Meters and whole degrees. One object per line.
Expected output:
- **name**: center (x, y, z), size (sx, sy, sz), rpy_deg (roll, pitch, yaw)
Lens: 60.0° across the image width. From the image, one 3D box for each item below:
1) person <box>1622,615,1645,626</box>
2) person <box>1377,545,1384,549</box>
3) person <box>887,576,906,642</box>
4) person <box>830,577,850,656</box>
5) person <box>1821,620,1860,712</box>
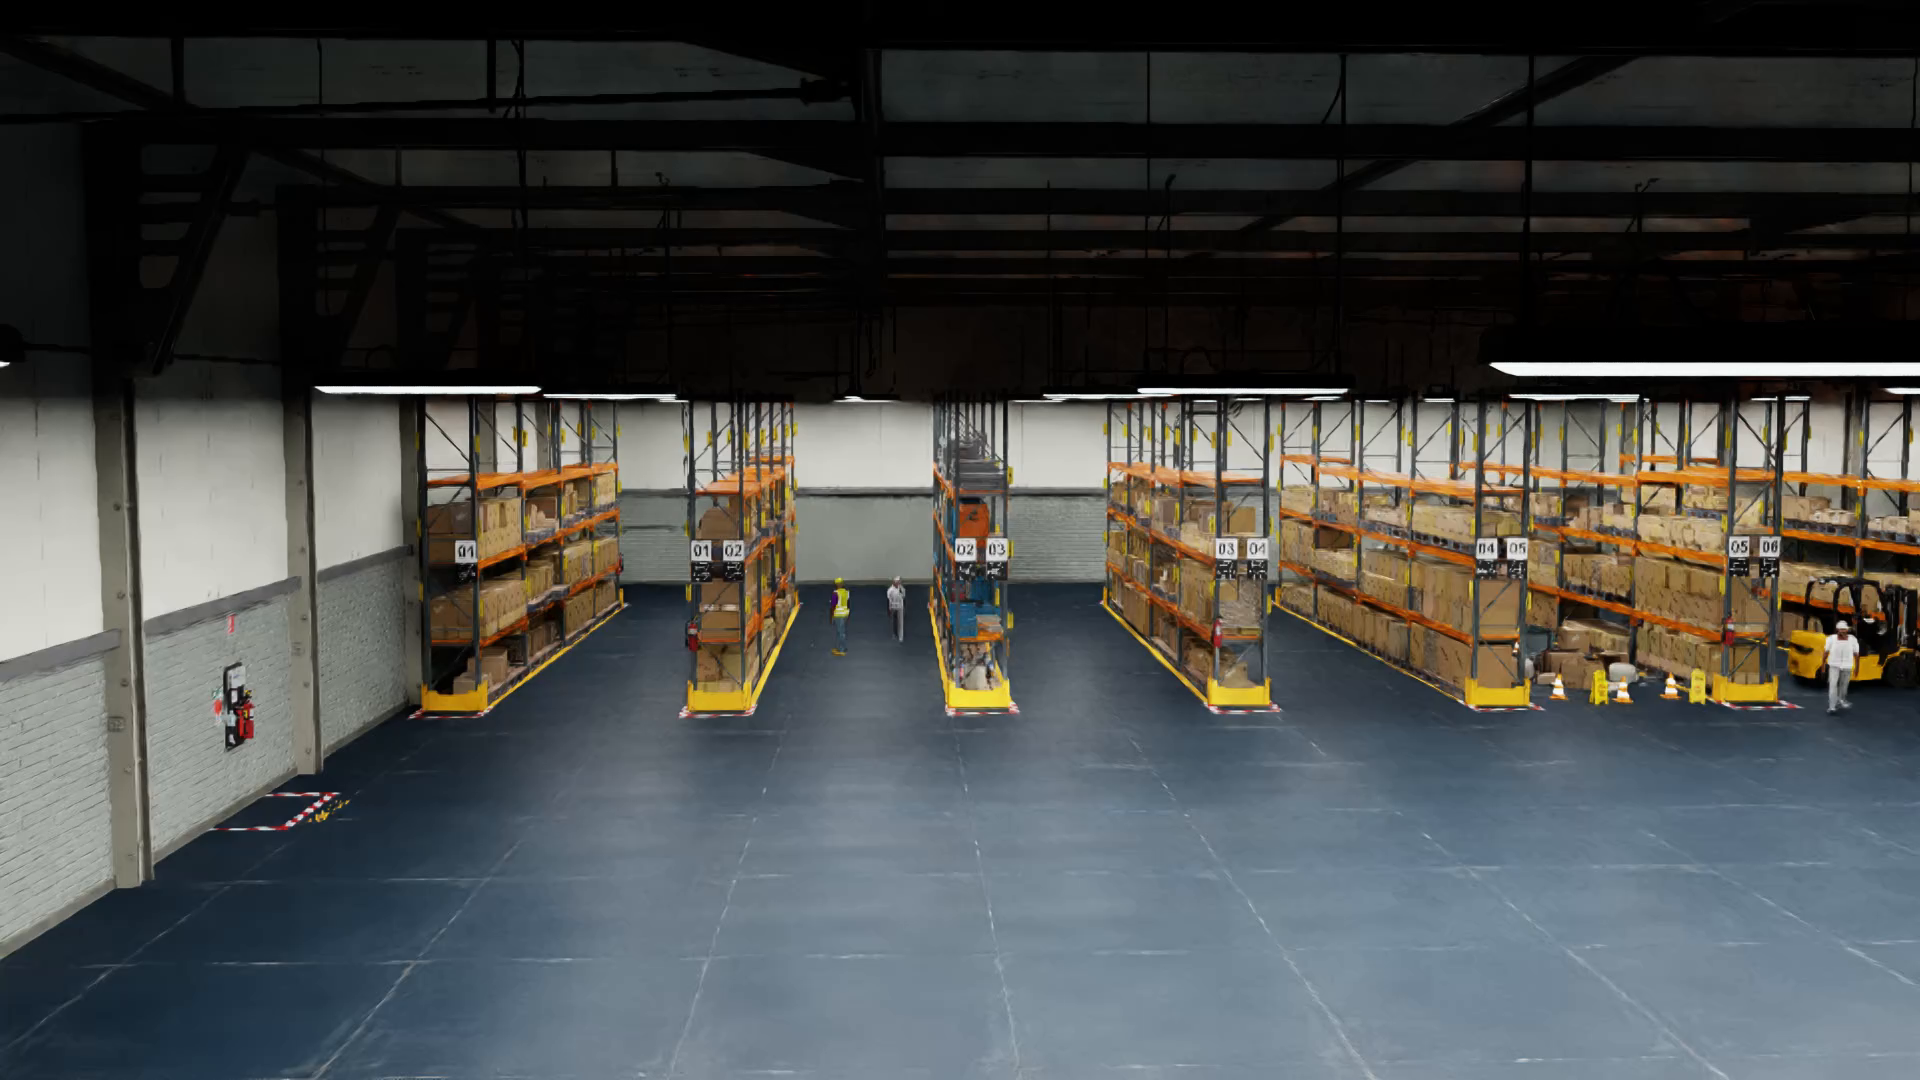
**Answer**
- **person**: center (17.511, 1.371, 43.174), size (0.564, 1.639, 0.596), rpy_deg (2, 5, 21)
- **person**: center (11.743, 1.026, 46.529), size (0.579, 1.782, 0.675), rpy_deg (2, 5, 19)
- **person**: center (-1.537, 1.636, 40.197), size (0.456, 1.587, 1.088), rpy_deg (0, 5, 0)
- **person**: center (-2.775, 1.729, 37.987), size (0.580, 1.763, 0.673), rpy_deg (2, 5, 28)
- **person**: center (16.454, 2.345, 31.070), size (0.619, 1.714, 0.973), rpy_deg (2, 5, 20)
